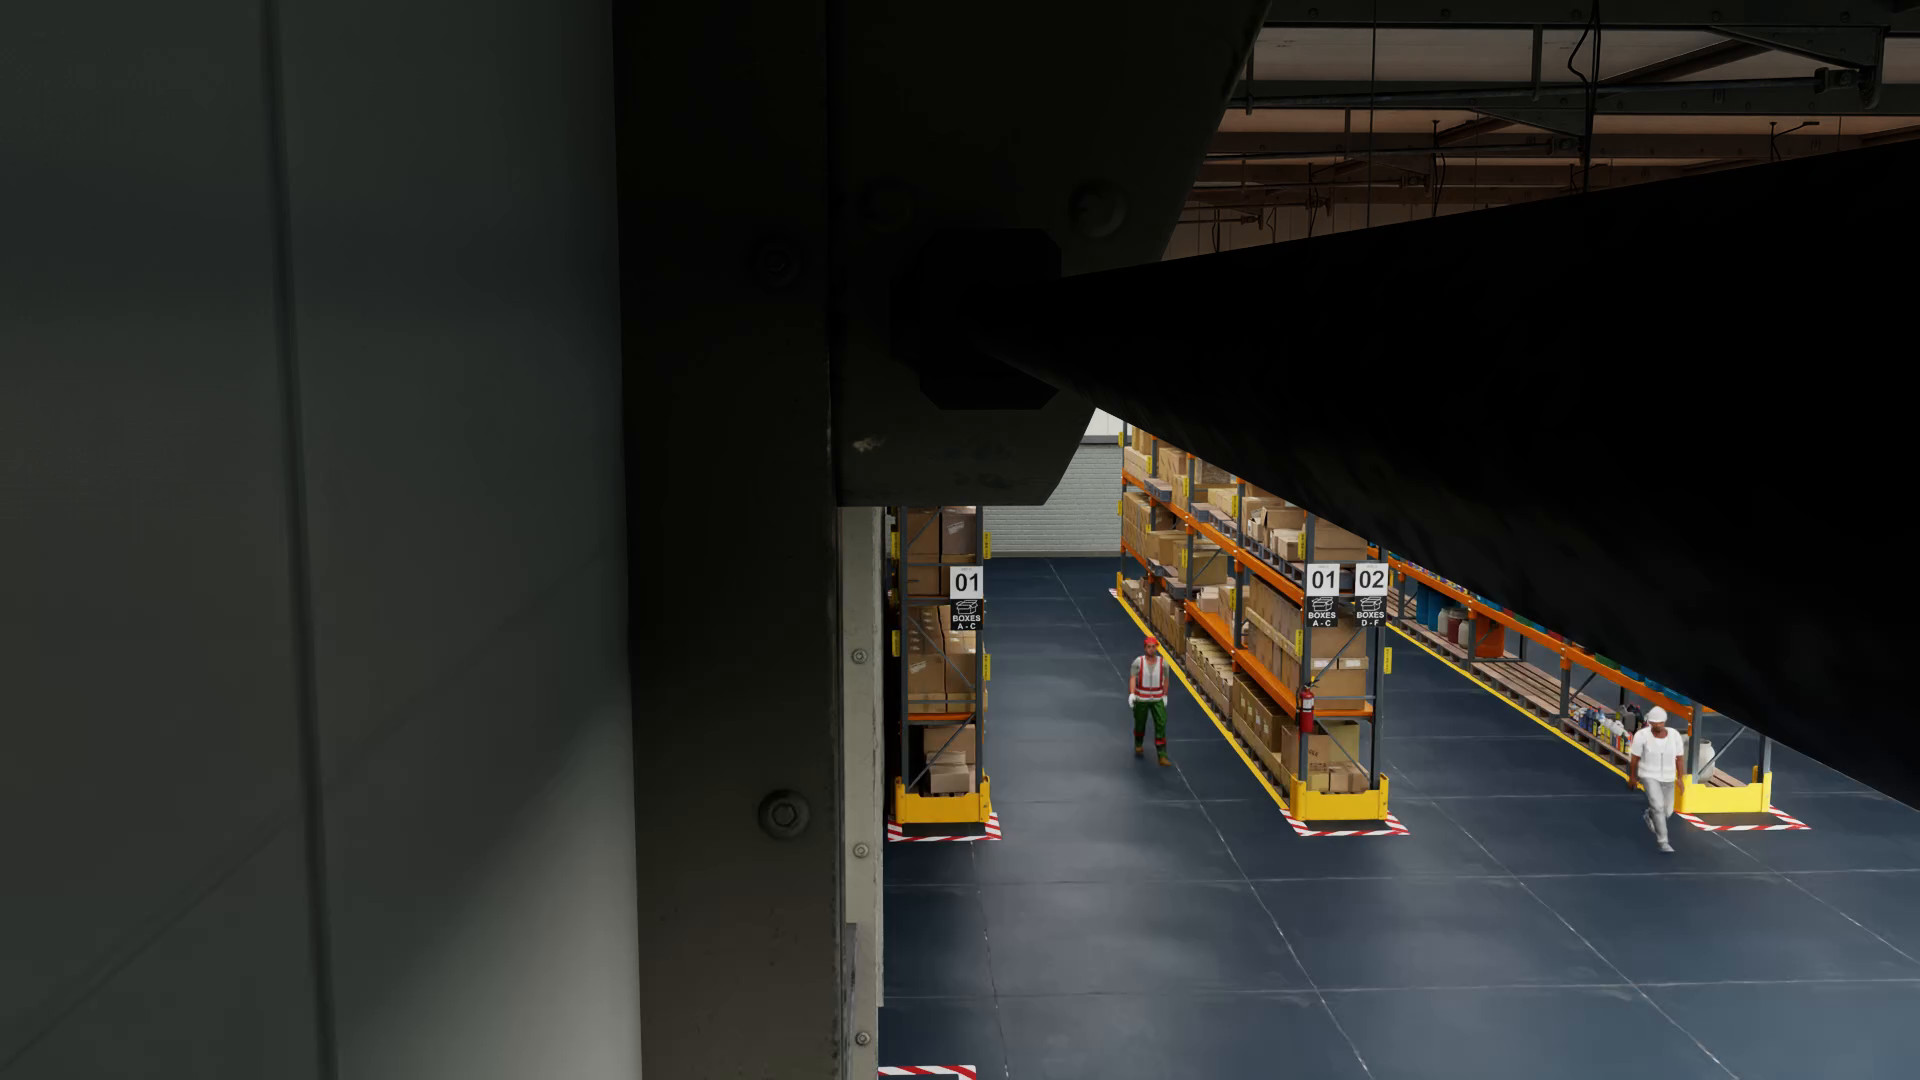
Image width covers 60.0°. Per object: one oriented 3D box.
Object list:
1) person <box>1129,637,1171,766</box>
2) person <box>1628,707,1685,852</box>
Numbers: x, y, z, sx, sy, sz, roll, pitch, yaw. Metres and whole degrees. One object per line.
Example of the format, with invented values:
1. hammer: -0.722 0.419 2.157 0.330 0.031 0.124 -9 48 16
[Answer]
1. person: 2.624 2.213 23.091 0.634 1.725 1.055 -1 8 -8
2. person: 8.228 2.776 19.591 0.565 1.656 1.039 0 8 2
